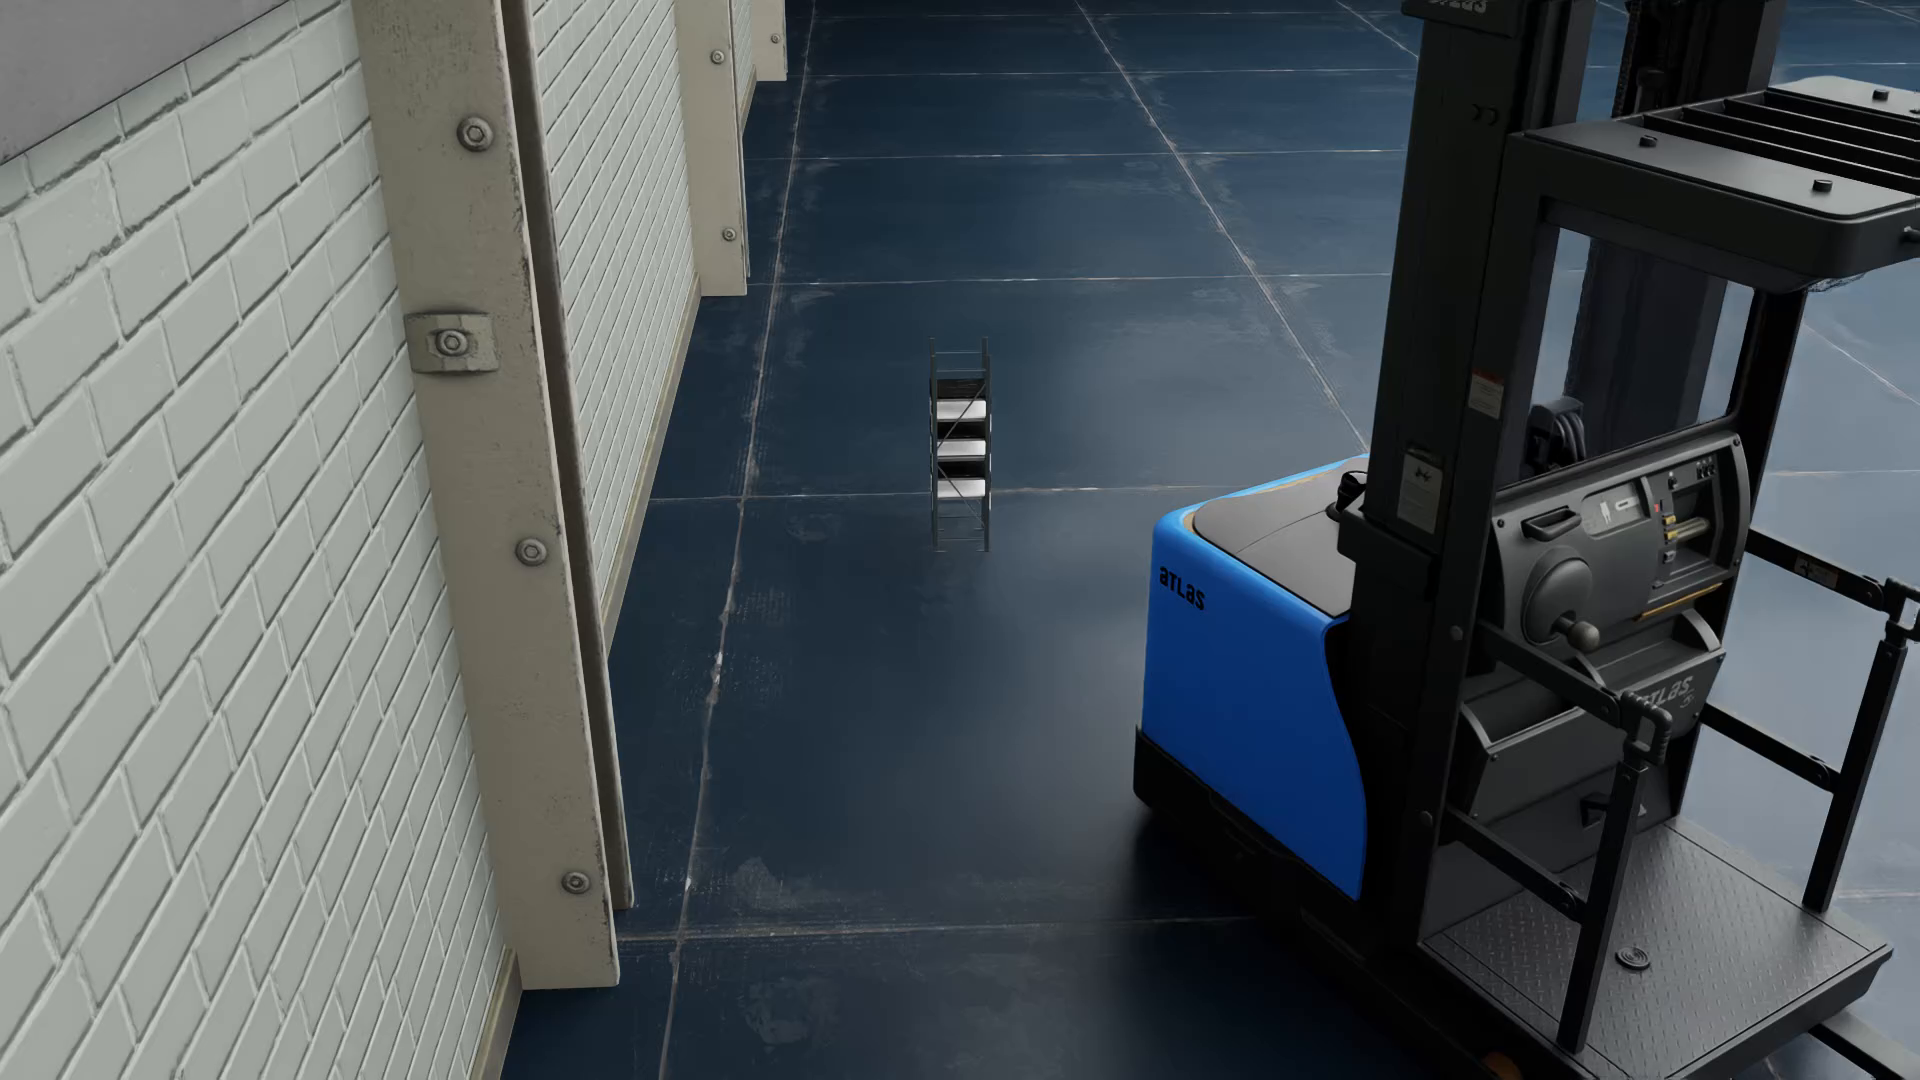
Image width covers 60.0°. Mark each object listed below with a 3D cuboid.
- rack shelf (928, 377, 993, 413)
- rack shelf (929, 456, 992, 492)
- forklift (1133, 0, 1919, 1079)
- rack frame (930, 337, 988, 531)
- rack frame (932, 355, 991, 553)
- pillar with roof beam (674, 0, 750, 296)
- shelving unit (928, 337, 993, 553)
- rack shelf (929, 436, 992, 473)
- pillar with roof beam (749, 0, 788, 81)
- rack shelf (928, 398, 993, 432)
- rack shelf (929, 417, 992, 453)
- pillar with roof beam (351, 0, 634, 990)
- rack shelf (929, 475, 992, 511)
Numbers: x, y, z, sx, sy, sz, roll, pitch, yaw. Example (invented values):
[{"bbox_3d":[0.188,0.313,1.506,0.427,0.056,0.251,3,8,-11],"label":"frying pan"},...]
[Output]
[{"bbox_3d":[0.000,-0.605,6.925,0.258,0.077,0.200,-1,28,-3],"label":"rack shelf"},{"bbox_3d":[0.000,-0.286,7.092,0.258,0.077,0.200,-1,28,-3],"label":"rack shelf"},{"bbox_3d":[1.778,0.039,4.005,1.130,2.935,3.031,-16,32,-28],"label":"forklift"},{"bbox_3d":[-0.005,-0.442,7.125,0.240,0.900,0.006,-1,28,-3],"label":"rack frame"},{"bbox_3d":[0.006,-0.348,6.945,0.240,0.900,0.006,-1,28,-3],"label":"rack frame"},{"bbox_3d":[2.836,-5.669,8.388,9.100,9.000,0.400,-1,28,-3],"label":"pillar with roof beam"},{"bbox_3d":[0.000,-0.395,7.035,0.258,0.900,0.210,-1,28,-3],"label":"shelving unit"},{"bbox_3d":[0.000,-0.366,7.050,0.258,0.077,0.200,-1,28,-3],"label":"rack shelf"},{"bbox_3d":[2.523,-8.439,13.700,9.100,9.000,0.400,-1,28,-3],"label":"pillar with roof beam"},{"bbox_3d":[0.000,-0.525,6.967,0.258,0.077,0.200,-1,28,-3],"label":"rack shelf"},{"bbox_3d":[0.000,-0.445,7.009,0.258,0.077,0.200,-1,28,-3],"label":"rack shelf"},{"bbox_3d":[3.149,-2.898,3.075,9.100,9.000,0.400,-1,28,-3],"label":"pillar with roof beam"},{"bbox_3d":[0.000,-0.206,7.133,0.258,0.077,0.200,-1,28,-3],"label":"rack shelf"}]
